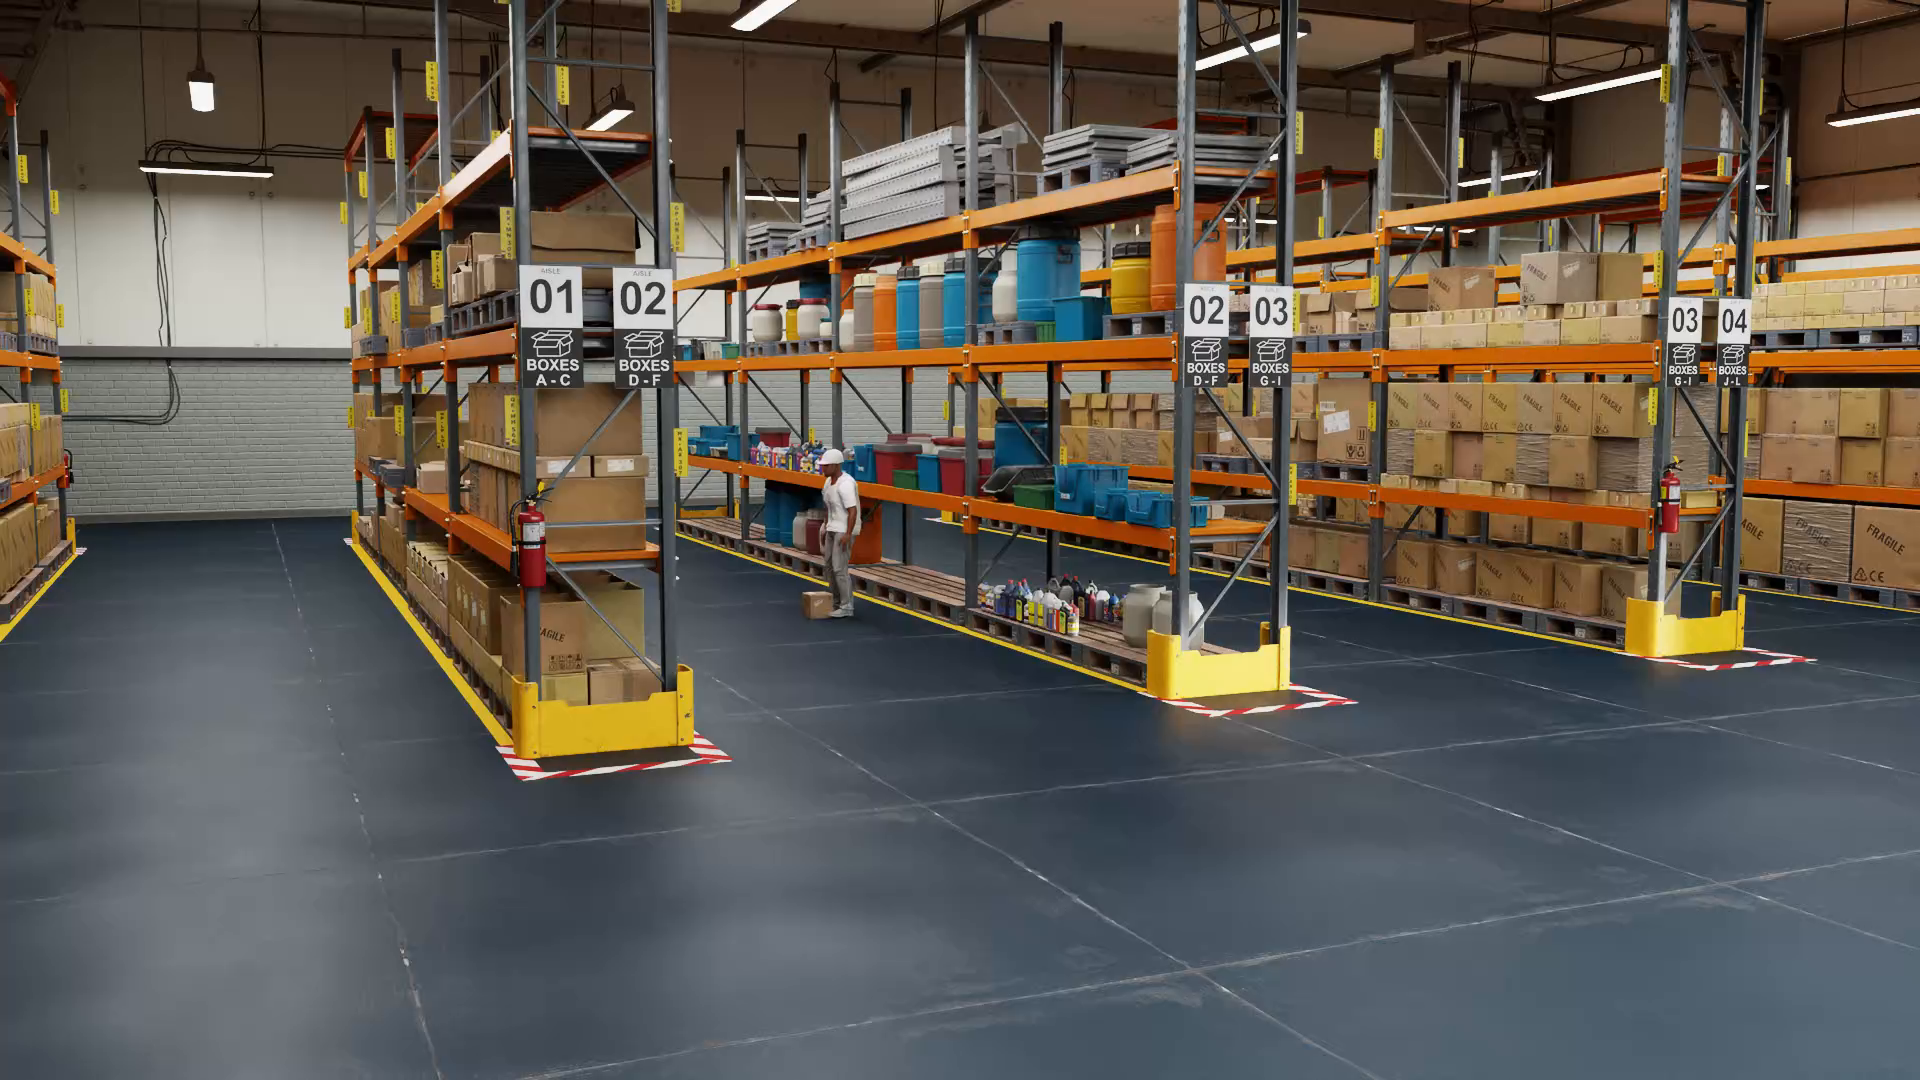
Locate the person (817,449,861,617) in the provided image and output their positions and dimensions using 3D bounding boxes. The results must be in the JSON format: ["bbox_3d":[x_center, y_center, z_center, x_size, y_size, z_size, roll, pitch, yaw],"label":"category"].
[{"bbox_3d":[-1.286,-0.075,17.471,0.455,1.760,0.635,-3,6,-27],"label":"person"}]
